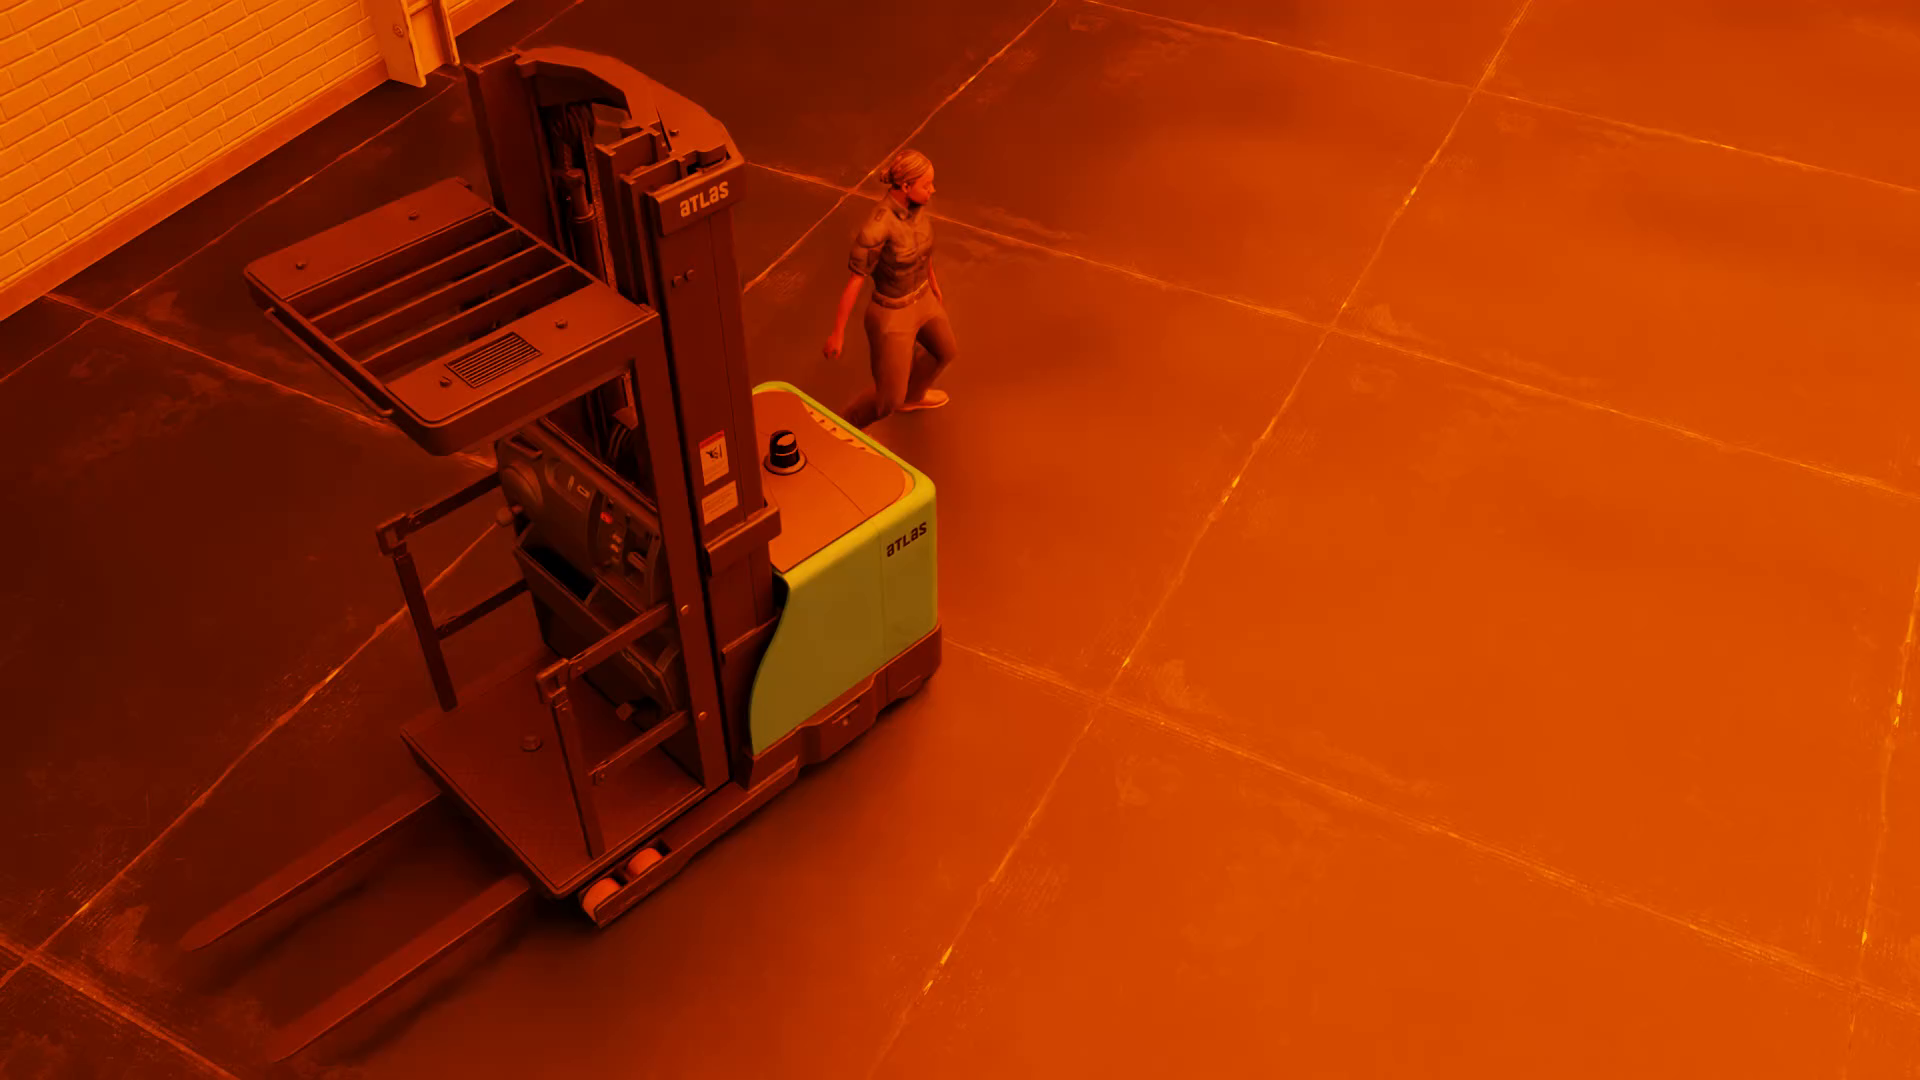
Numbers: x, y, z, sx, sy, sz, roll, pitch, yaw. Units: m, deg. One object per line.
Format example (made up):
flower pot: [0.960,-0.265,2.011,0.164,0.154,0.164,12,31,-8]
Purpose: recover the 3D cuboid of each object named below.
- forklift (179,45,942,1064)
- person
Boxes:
forklift: [-1.480,-0.032,5.688,3.031,2.935,1.130,-34,53,-31]
person: [-0.355,-1.101,7.818,0.466,1.588,0.817,25,49,24]
